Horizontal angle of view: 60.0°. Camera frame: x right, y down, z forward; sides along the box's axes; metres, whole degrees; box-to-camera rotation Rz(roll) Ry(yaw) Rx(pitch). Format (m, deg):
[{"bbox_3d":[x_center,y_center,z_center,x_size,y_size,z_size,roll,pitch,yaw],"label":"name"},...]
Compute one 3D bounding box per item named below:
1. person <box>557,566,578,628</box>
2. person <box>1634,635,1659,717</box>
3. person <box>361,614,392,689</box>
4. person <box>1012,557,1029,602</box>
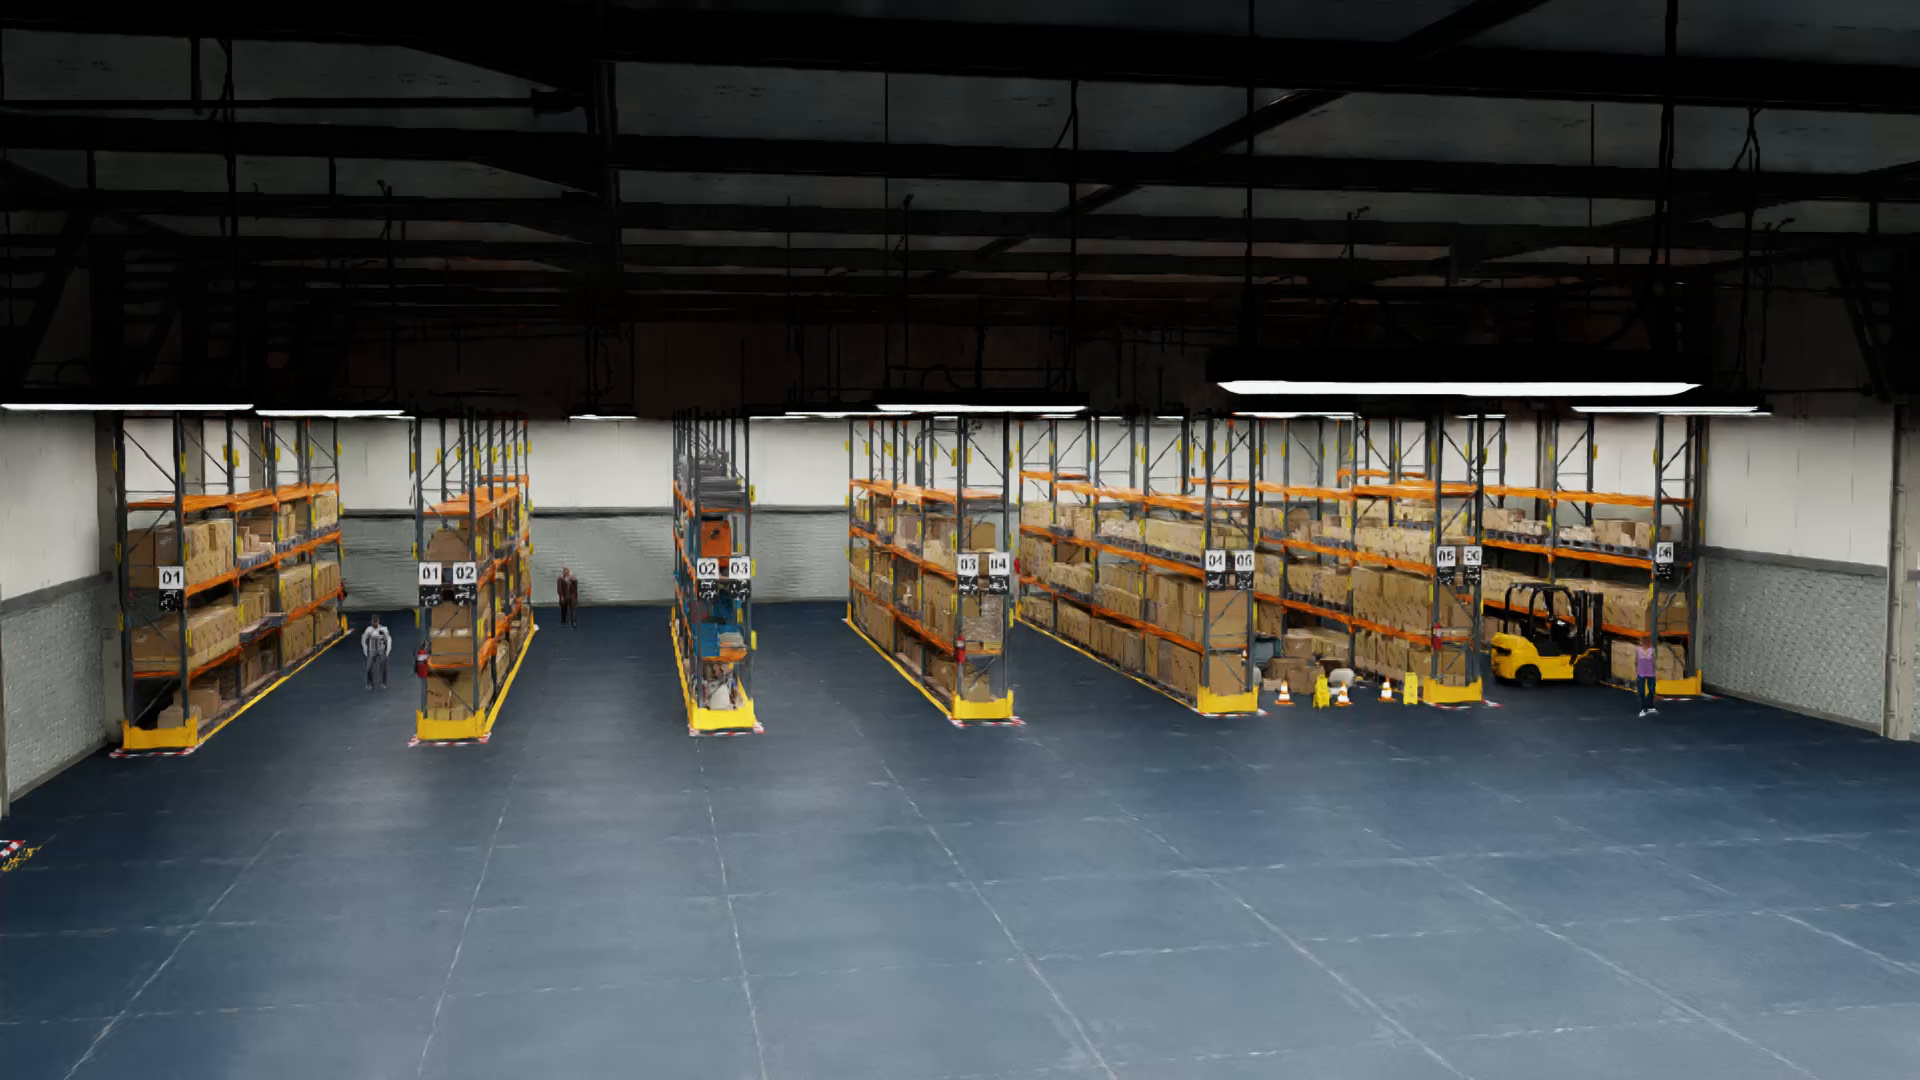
[{"bbox_3d":[-10.912,1.564,46.222,0.580,1.715,1.101,-1,4,-20],"label":"person"},{"bbox_3d":[13.379,2.633,32.395,0.462,1.585,0.510,2,5,27],"label":"person"},{"bbox_3d":[-12.494,2.383,35.625,0.639,1.632,0.506,-1,4,-14],"label":"person"},{"bbox_3d":[1.972,1.127,52.949,0.582,1.667,0.978,1,4,10],"label":"person"}]
